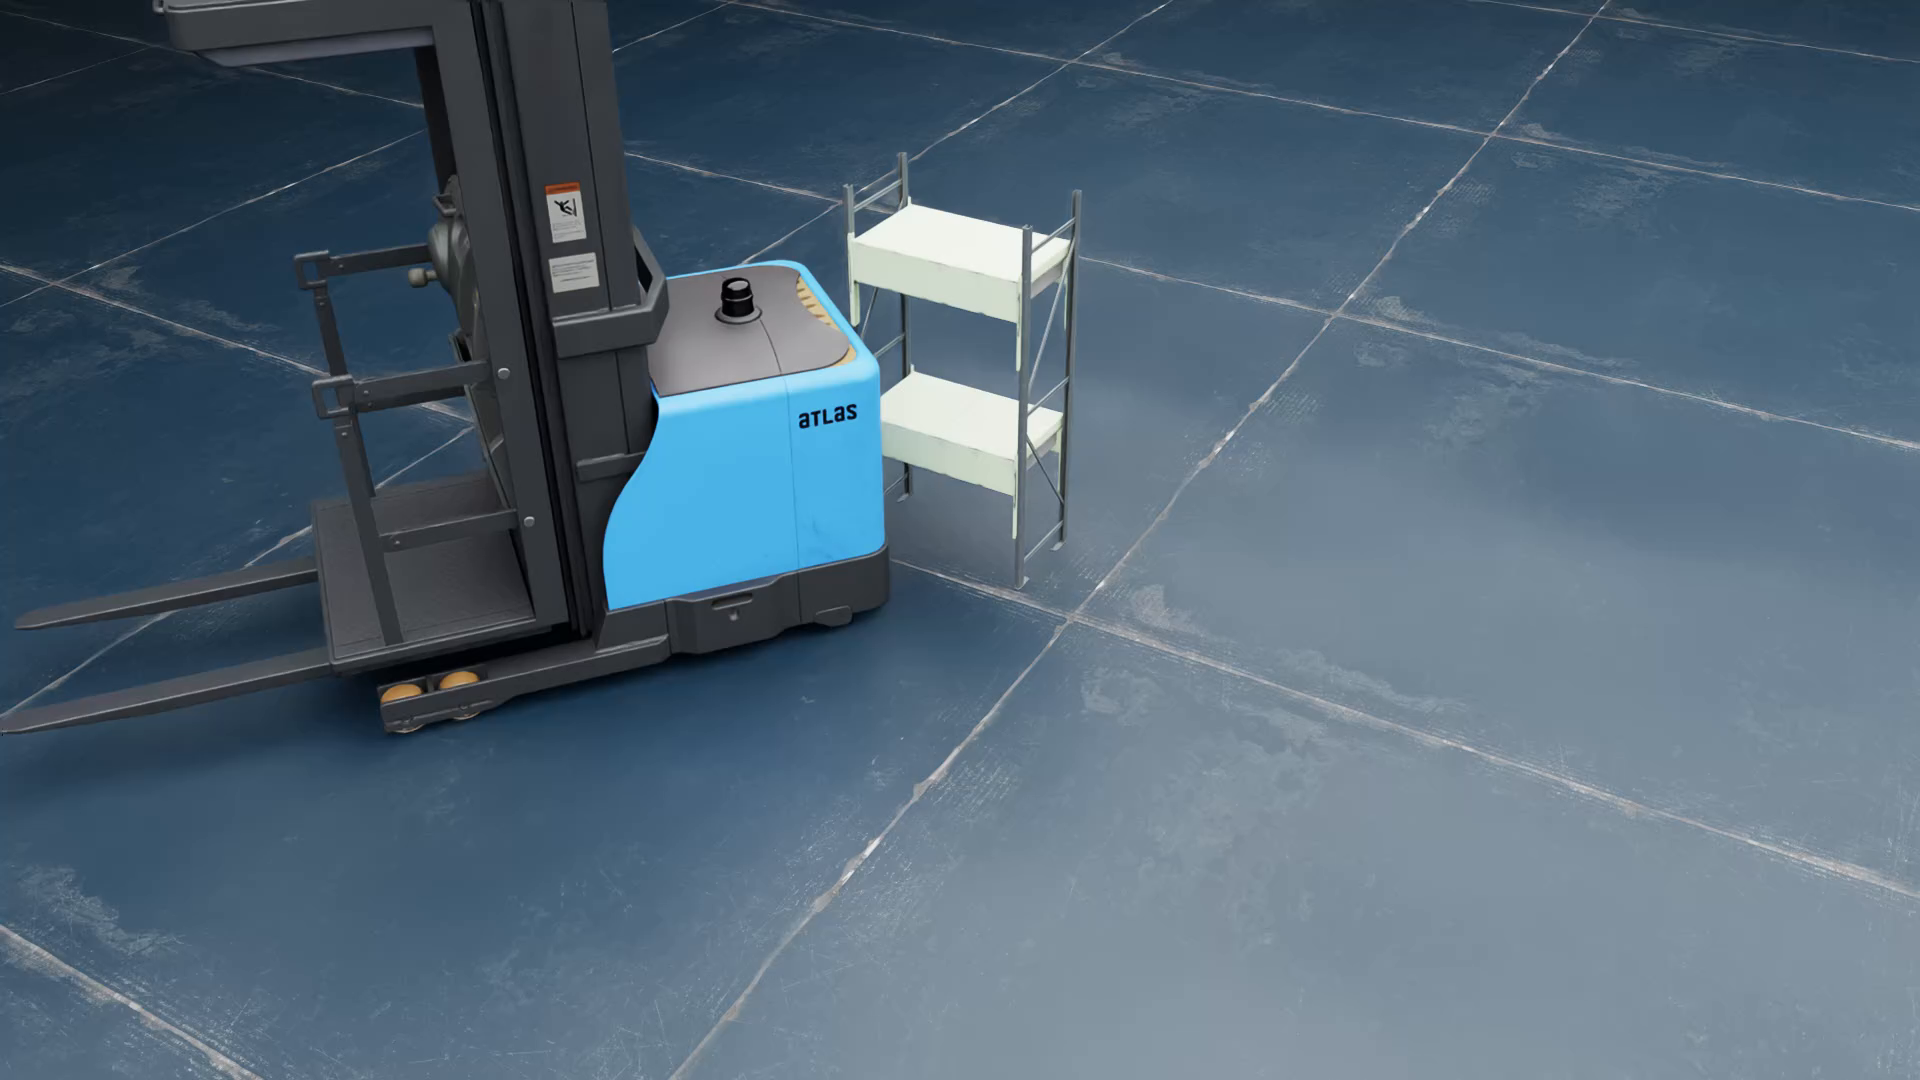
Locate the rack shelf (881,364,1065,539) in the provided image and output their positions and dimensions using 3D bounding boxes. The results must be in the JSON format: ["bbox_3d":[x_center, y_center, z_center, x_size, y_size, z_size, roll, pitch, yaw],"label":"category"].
[{"bbox_3d":[0.007,-0.357,6.521,0.720,0.370,0.431,18,38,25],"label":"rack shelf"}]

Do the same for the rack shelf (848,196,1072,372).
[{"bbox_3d":[0.007,-0.953,6.124,0.720,0.370,0.431,18,38,25],"label":"rack shelf"}]

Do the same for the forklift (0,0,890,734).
[{"bbox_3d":[-1.835,-0.886,5.437,3.031,2.935,1.130,-12,36,-18],"label":"forklift"}]

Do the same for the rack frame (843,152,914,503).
[{"bbox_3d":[-0.308,-0.731,6.495,0.023,1.500,0.400,18,38,25],"label":"rack frame"}]

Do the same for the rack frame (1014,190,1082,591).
[{"bbox_3d":[0.322,-0.525,6.185,0.023,1.500,0.400,18,38,25],"label":"rack frame"}]

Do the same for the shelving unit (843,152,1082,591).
[{"bbox_3d":[0.007,-0.628,6.340,0.755,1.500,0.431,18,38,25],"label":"shelving unit"}]
